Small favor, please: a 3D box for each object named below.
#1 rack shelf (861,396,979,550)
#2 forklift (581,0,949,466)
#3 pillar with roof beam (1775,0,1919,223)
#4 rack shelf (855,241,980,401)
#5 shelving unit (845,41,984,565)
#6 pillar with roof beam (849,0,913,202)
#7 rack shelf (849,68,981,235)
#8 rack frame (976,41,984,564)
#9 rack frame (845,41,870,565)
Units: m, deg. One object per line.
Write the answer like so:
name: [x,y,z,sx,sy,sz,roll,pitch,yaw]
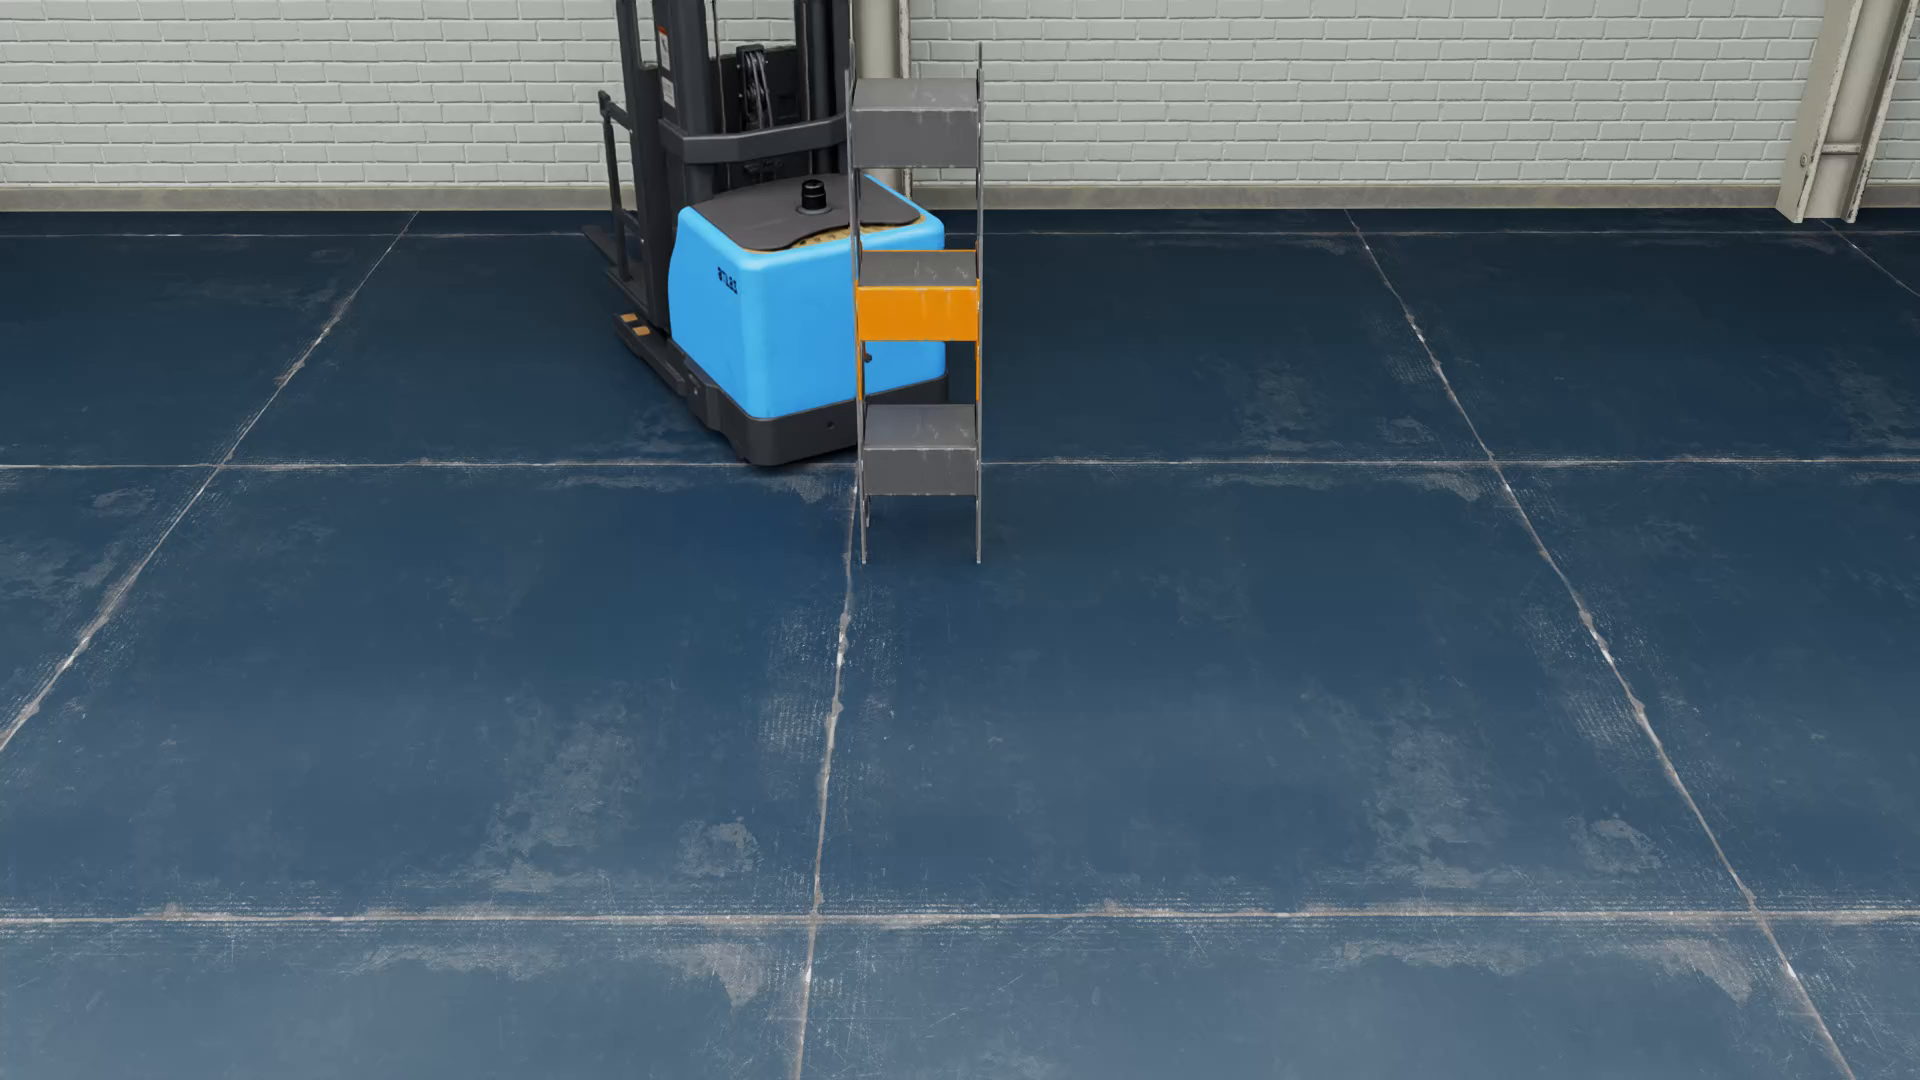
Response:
rack shelf: [-0.166,-0.287,7.075,0.480,0.518,0.431,0,31,0]
forklift: [-1.217,-2.330,8.264,1.130,2.935,3.031,-16,35,-25]
pillar with roof beam: [5.525,-3.712,4.693,0.400,9.000,9.100,0,31,0]
rack shelf: [-0.166,-0.886,6.712,0.480,0.518,0.431,0,31,0]
shelving unit: [-0.166,-0.897,6.705,0.503,2.100,0.431,0,31,0]
pillar with roof beam: [-0.475,-3.694,4.663,0.400,9.000,9.100,0,31,0]
rack shelf: [-0.166,-1.484,6.348,0.480,0.518,0.431,0,31,0]
rack frame: [0.078,-0.898,6.706,0.015,2.100,0.400,0,31,0]
rack frame: [-0.410,-0.896,6.703,0.015,2.100,0.400,0,31,0]
